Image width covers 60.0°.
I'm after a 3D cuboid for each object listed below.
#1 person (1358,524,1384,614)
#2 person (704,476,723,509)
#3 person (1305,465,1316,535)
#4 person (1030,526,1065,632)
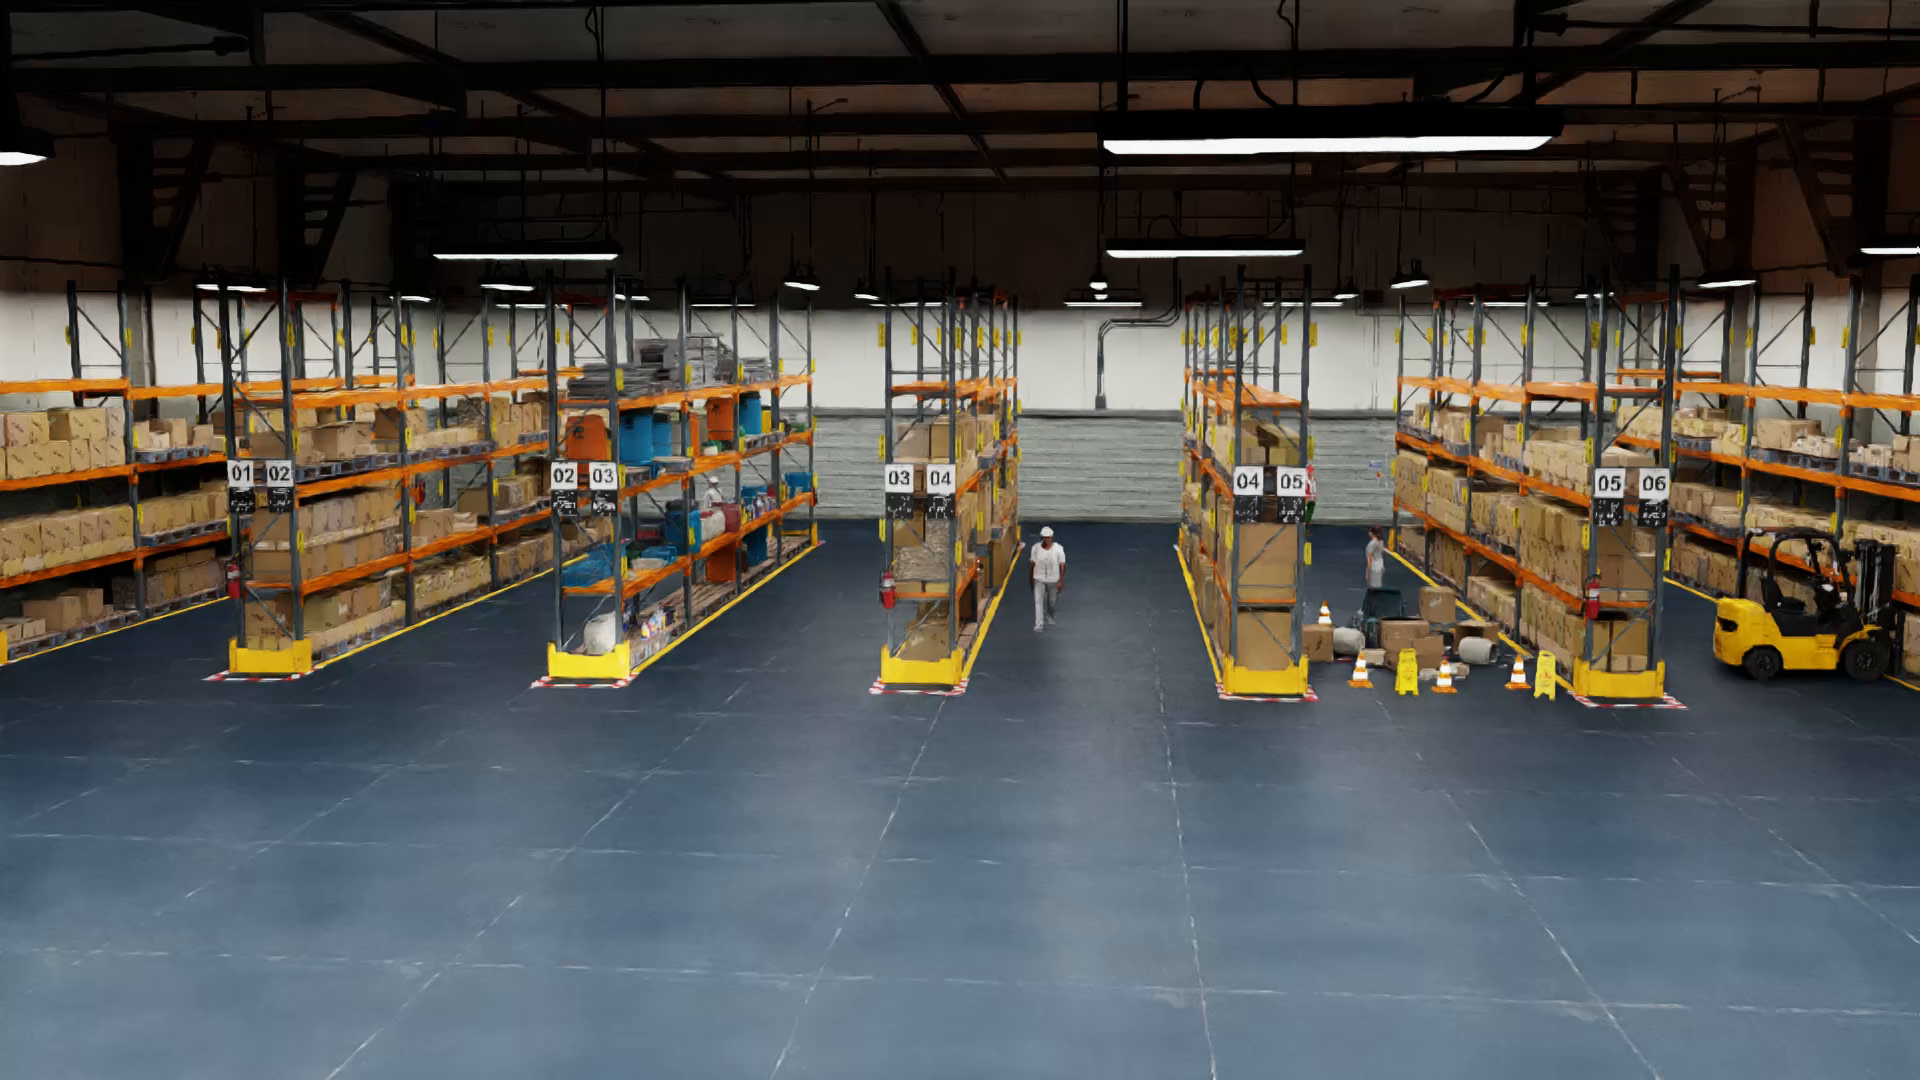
[{"bbox_3d":[7.407,0.538,29.848,0.564,1.666,0.563,5,8,34],"label":"person"},{"bbox_3d":[-5.811,-0.621,38.977,0.494,1.775,0.578,5,9,36],"label":"person"},{"bbox_3d":[8.735,-1.018,42.296,0.733,1.779,0.534,-5,8,-33],"label":"person"},{"bbox_3d":[1.413,0.613,26.874,0.575,1.689,1.120,0,7,3],"label":"person"}]
